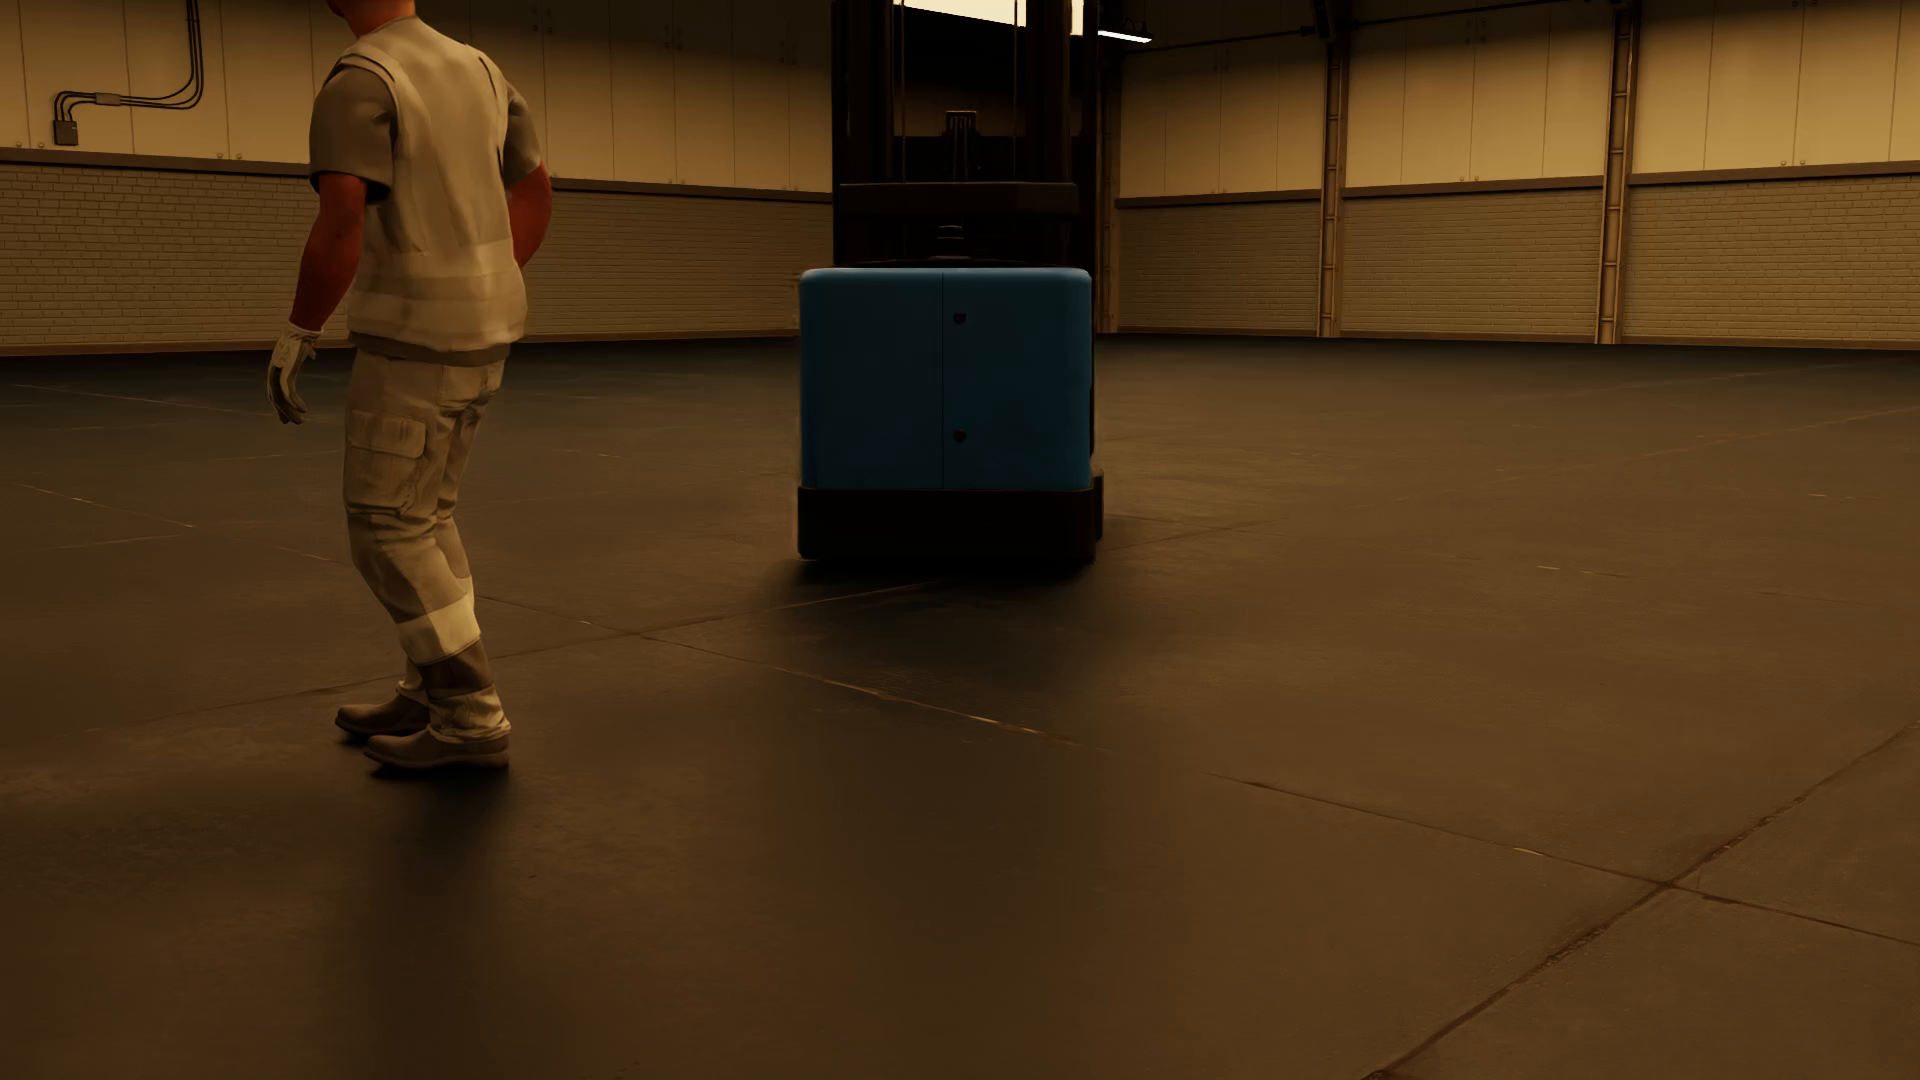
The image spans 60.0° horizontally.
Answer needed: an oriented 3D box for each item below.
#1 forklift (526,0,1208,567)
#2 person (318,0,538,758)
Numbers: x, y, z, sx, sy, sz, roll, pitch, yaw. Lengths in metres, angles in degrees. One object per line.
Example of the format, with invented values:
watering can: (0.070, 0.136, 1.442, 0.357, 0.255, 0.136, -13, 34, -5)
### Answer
forklift: (-0.531, -1.498, 6.825, 3.031, 2.935, 1.130, 6, 10, 33)
person: (-1.186, -0.427, 3.500, 0.565, 1.789, 0.643, 1, 9, 10)
